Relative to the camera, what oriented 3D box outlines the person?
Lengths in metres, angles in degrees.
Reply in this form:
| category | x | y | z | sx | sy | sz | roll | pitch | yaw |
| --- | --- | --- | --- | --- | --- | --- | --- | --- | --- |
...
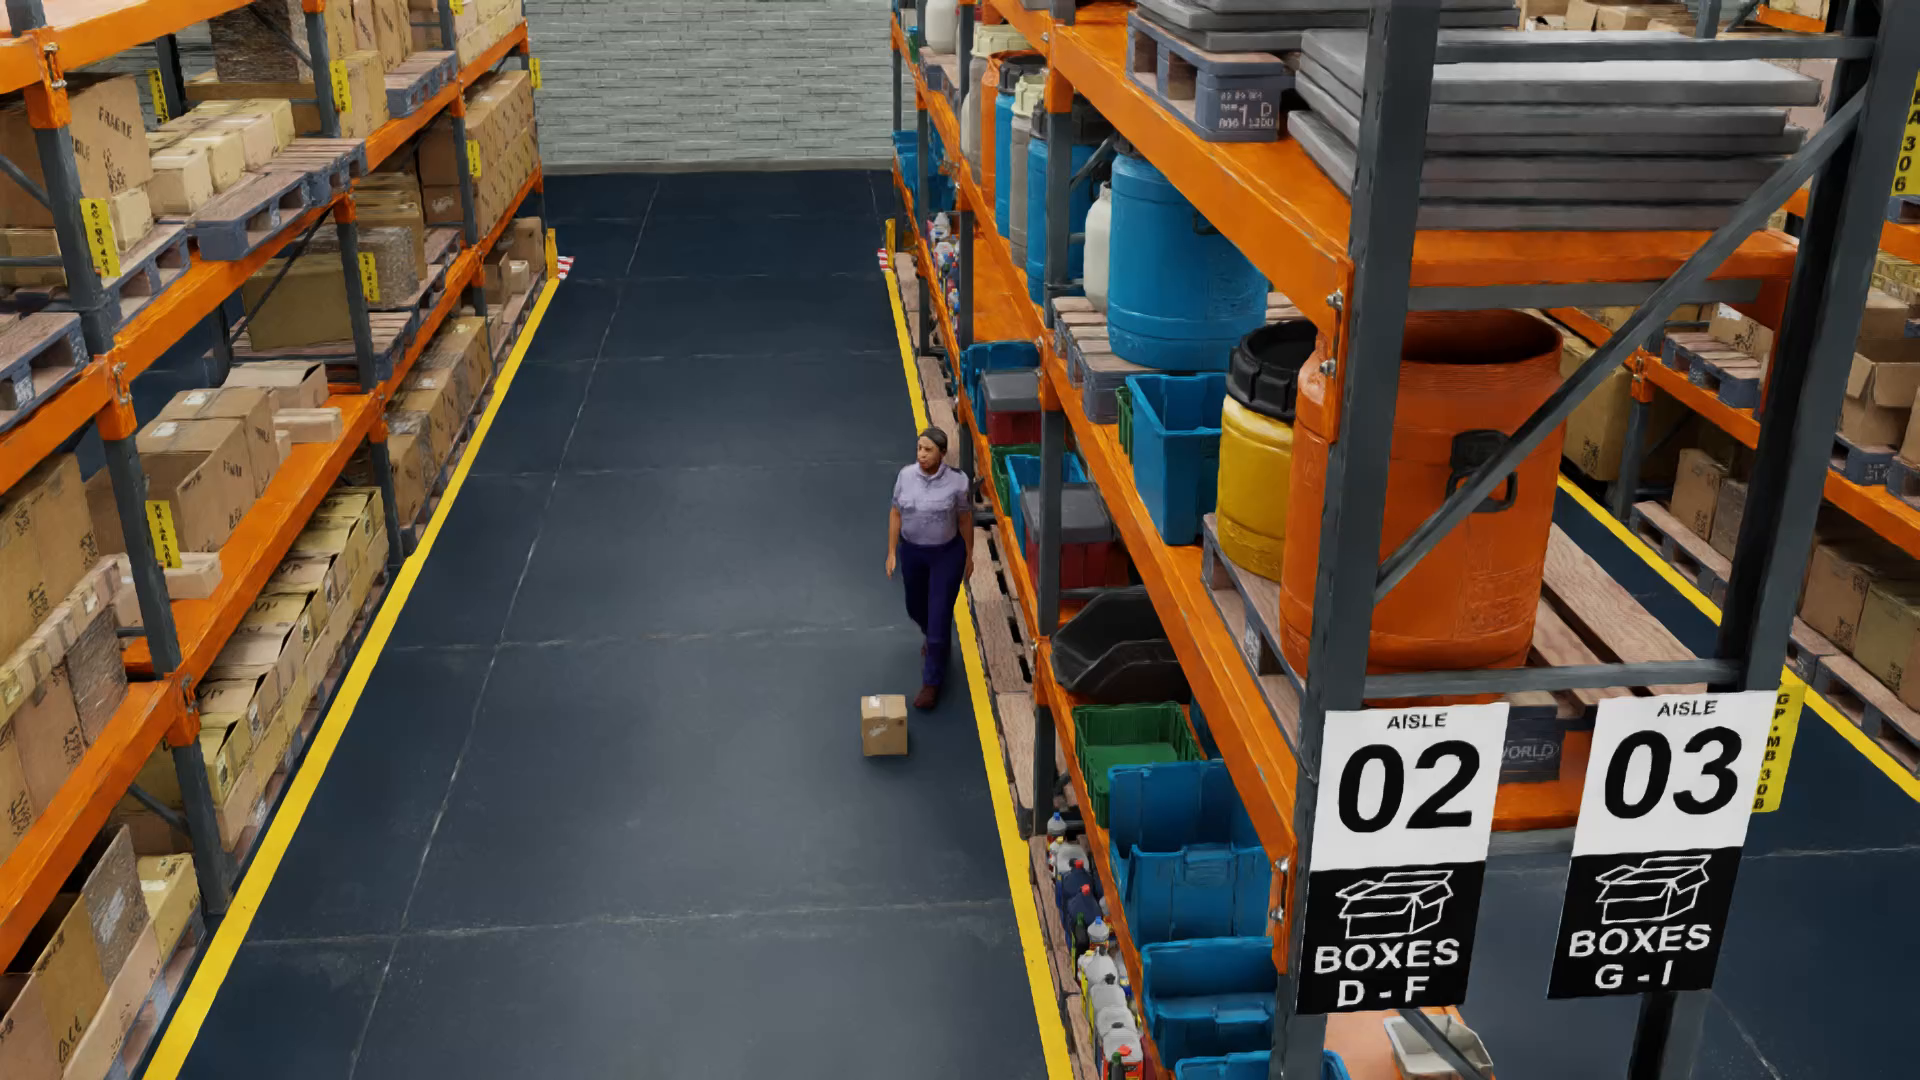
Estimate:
| category | x | y | z | sx | sy | sz | roll | pitch | yaw |
| --- | --- | --- | --- | --- | --- | --- | --- | --- | --- |
| person | -0.195 | 0.095 | 9.915 | 0.497 | 1.608 | 0.885 | 8 | 25 | 18 |
